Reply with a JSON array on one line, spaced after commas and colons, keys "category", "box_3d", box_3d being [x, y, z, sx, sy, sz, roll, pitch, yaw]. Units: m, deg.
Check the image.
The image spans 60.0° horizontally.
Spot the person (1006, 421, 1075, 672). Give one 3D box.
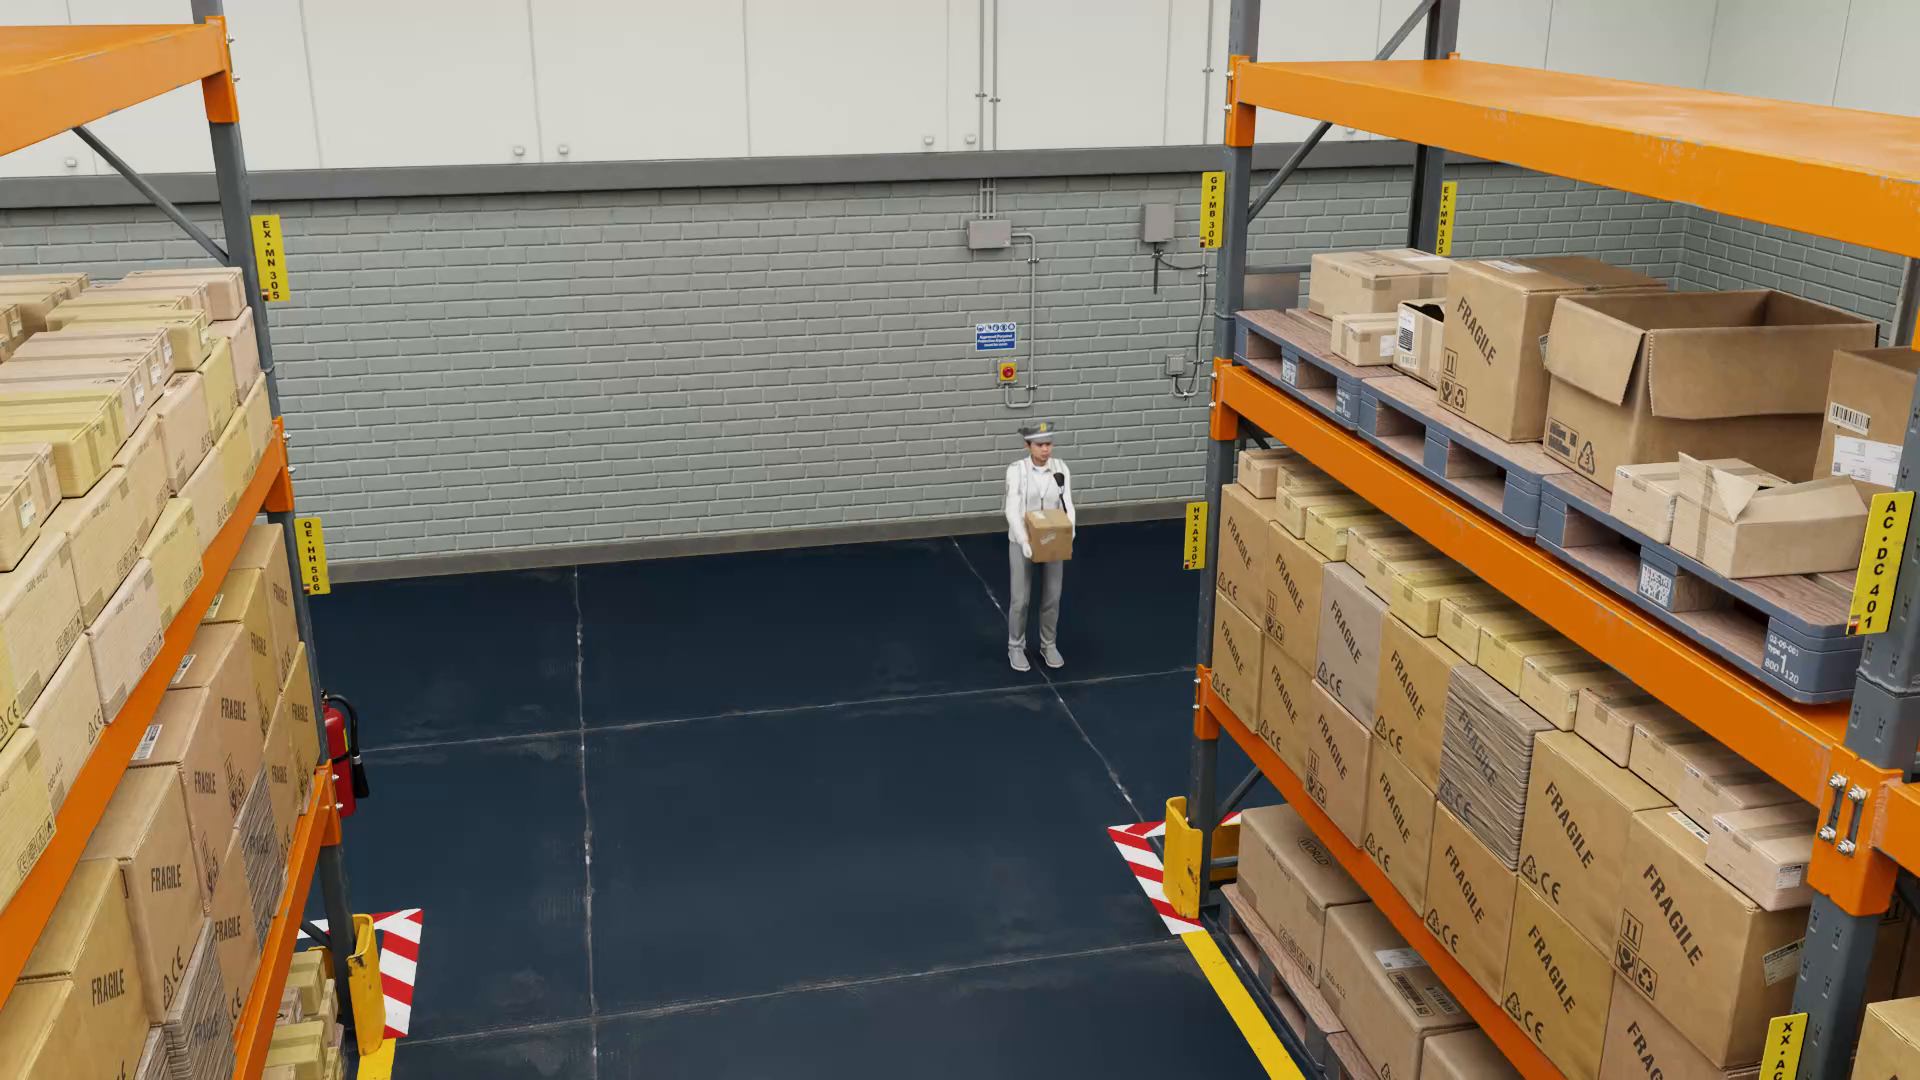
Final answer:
[{"category": "person", "box_3d": [0.526, 0.053, 10.893, 0.453, 1.691, 0.535, -5, 20, -12]}]
